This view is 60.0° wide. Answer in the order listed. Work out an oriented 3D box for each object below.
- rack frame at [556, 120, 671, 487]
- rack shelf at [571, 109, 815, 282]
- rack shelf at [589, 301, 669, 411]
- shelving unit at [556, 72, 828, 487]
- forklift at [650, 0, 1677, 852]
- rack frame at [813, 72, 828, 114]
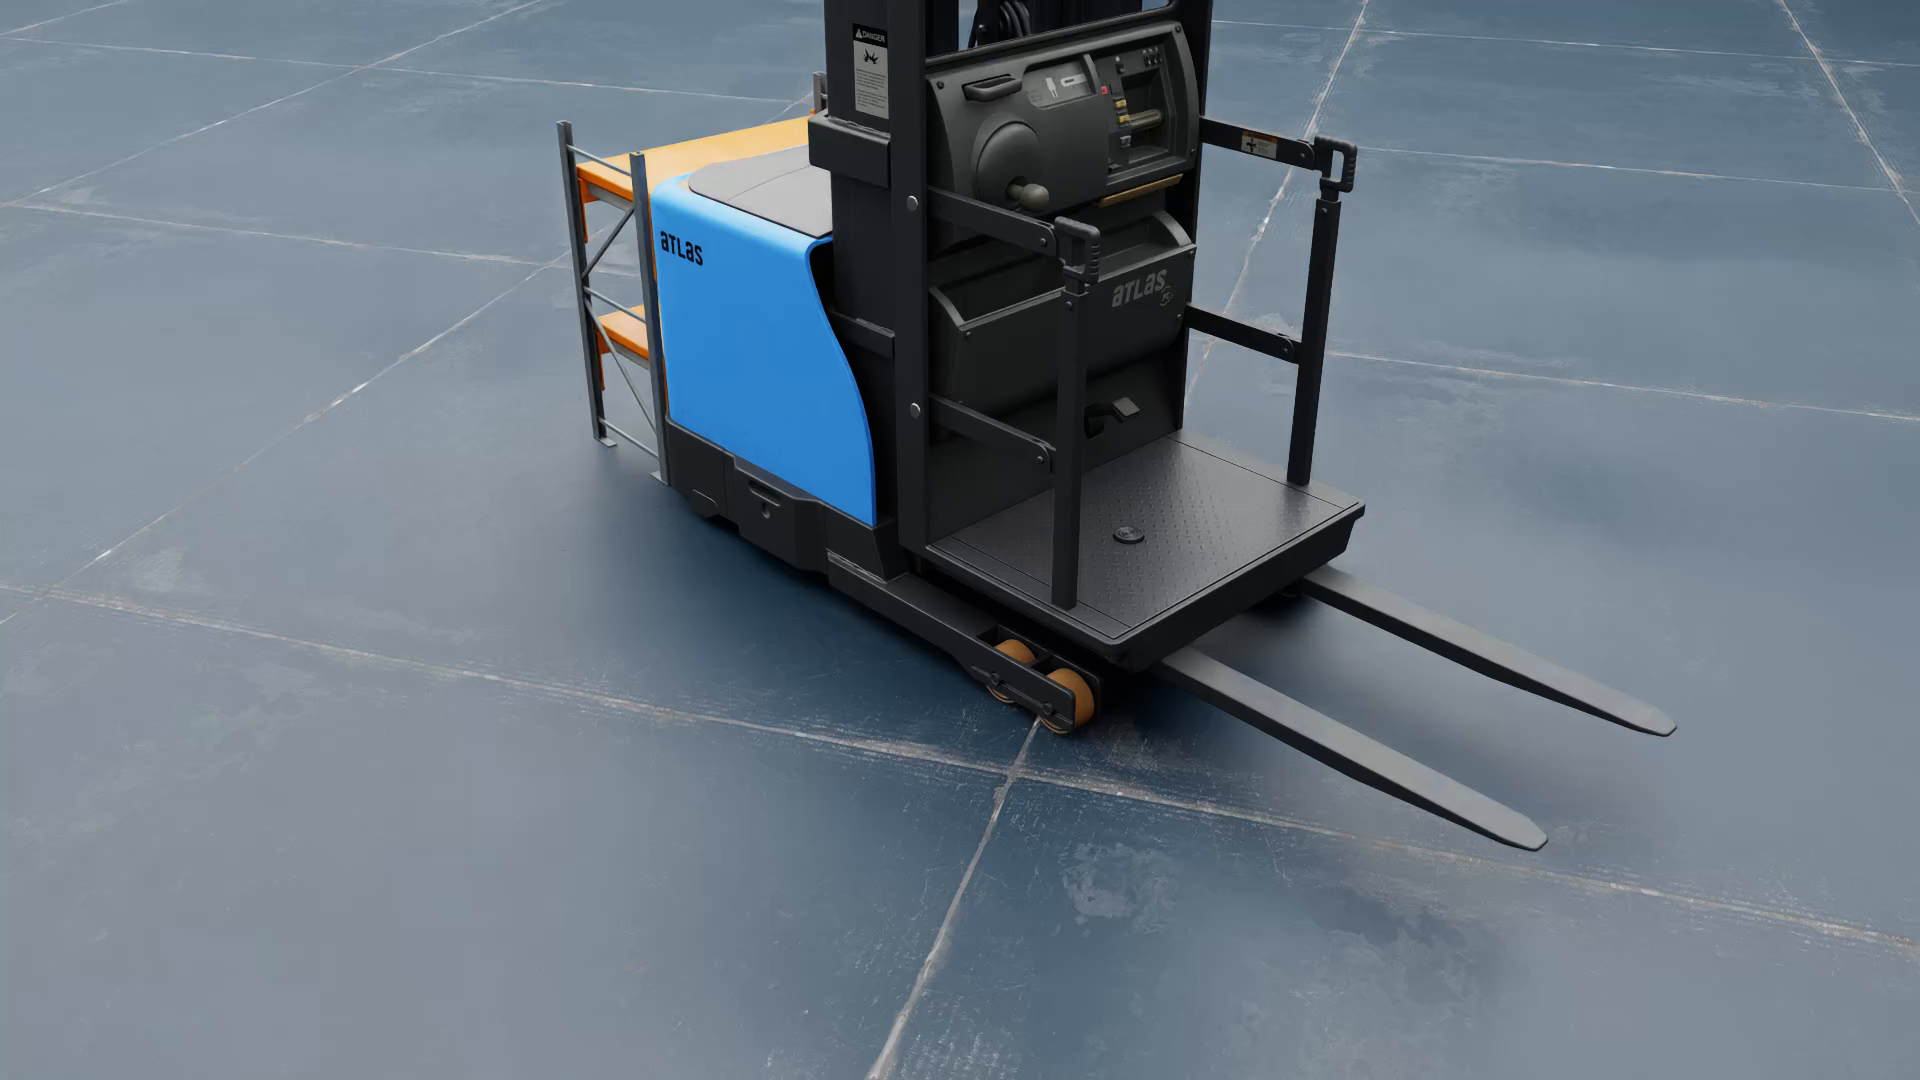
[{"bbox_3d":[-1.129,-0.768,5.473,0.032,1.125,0.500,-22,36,-34],"label":"rack frame"},{"bbox_3d":[-0.741,-1.184,5.618,1.000,0.278,0.538,-22,36,-34],"label":"rack shelf"},{"bbox_3d":[-0.741,-0.714,5.880,1.000,0.278,0.538,-22,36,-34],"label":"rack shelf"},{"bbox_3d":[-0.741,-0.928,5.761,1.048,1.125,0.538,-22,36,-34],"label":"shelving unit"},{"bbox_3d":[0.436,-1.059,4.139,1.130,2.935,3.031,-25,38,-37],"label":"forklift"},{"bbox_3d":[-0.353,-1.088,6.048,0.032,1.125,0.500,-22,36,-34],"label":"rack frame"}]
